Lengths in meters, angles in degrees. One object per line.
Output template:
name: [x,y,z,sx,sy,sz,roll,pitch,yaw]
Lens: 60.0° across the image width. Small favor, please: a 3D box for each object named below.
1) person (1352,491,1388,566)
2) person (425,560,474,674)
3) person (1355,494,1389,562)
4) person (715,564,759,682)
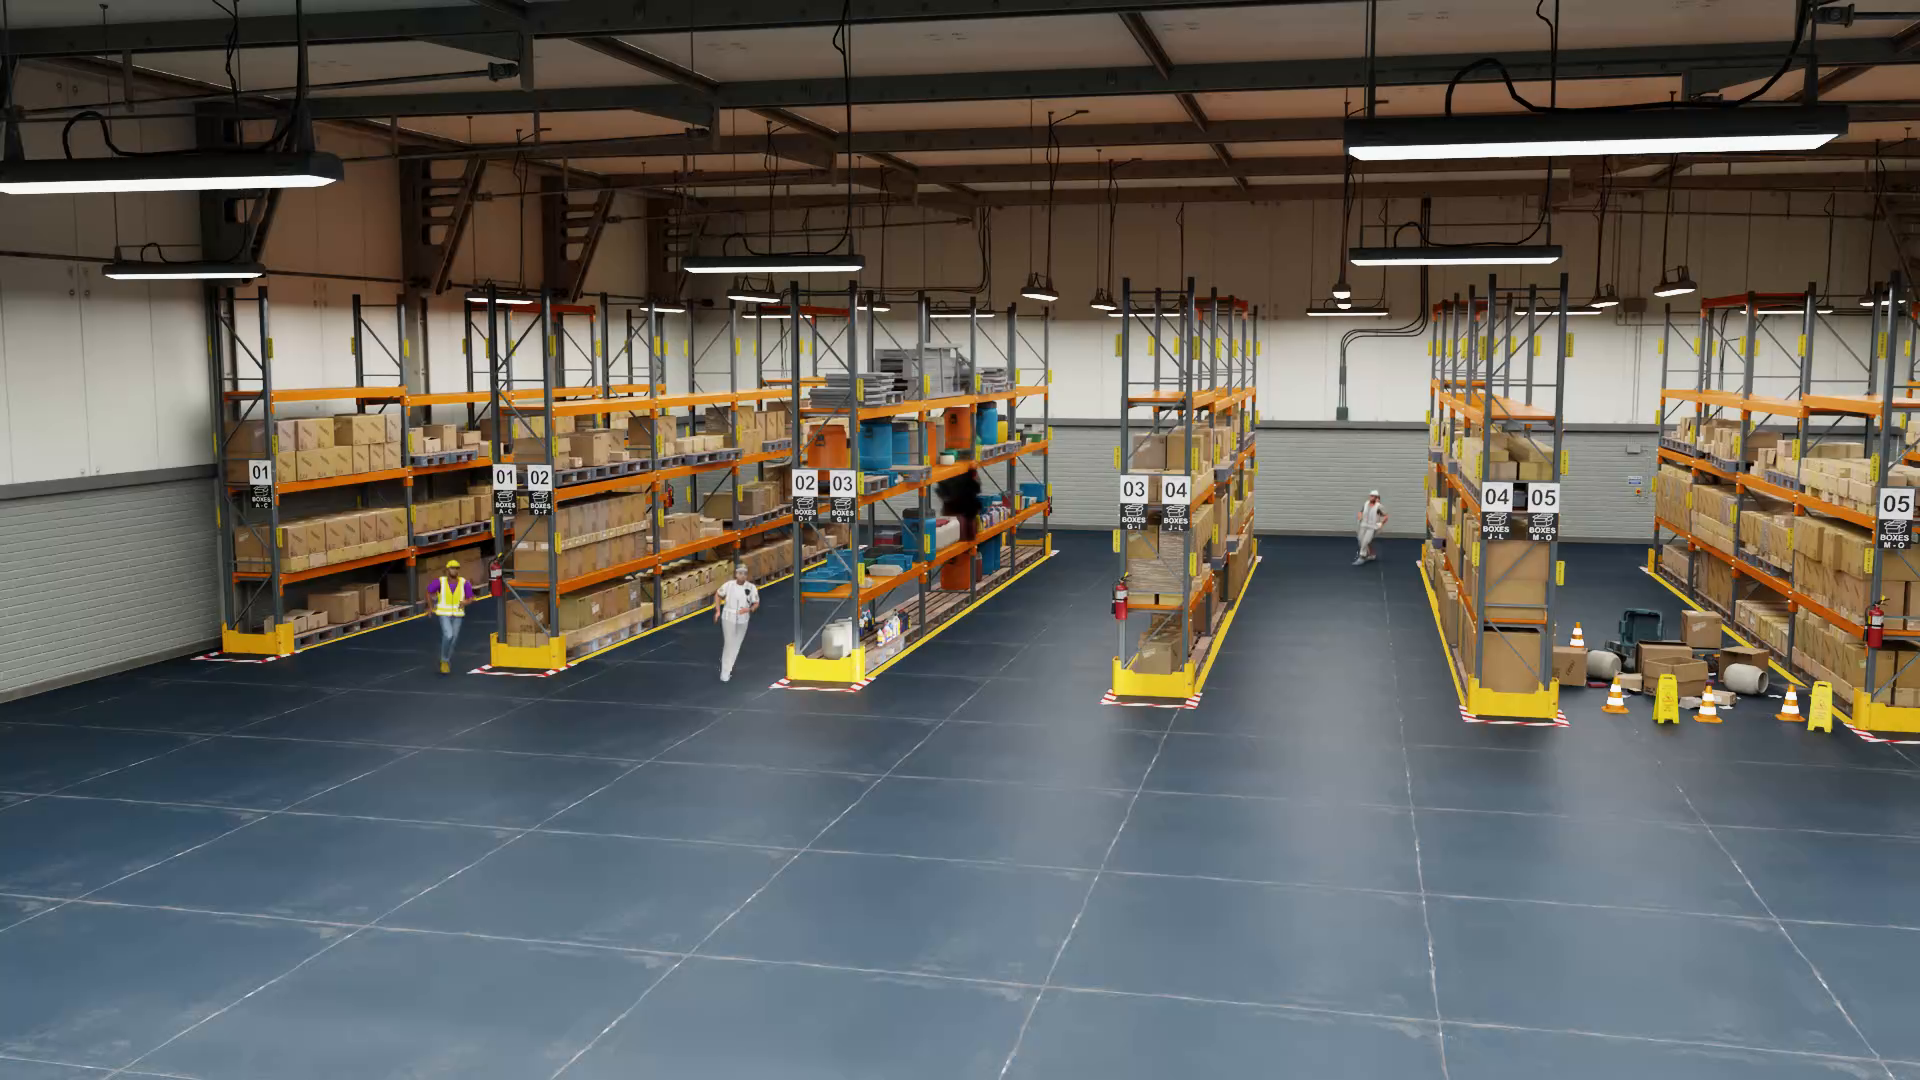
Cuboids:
person: [9.501,-0.275,38.428,0.715,1.750,0.774,5,8,39]
person: [-7.865,1.178,25.766,0.680,1.729,0.644,-4,8,-31]
person: [9.680,-0.296,39.179,0.643,1.655,0.584,-3,7,-27]
person: [-3.378,1.233,25.276,0.660,1.757,0.686,-2,7,-15]
